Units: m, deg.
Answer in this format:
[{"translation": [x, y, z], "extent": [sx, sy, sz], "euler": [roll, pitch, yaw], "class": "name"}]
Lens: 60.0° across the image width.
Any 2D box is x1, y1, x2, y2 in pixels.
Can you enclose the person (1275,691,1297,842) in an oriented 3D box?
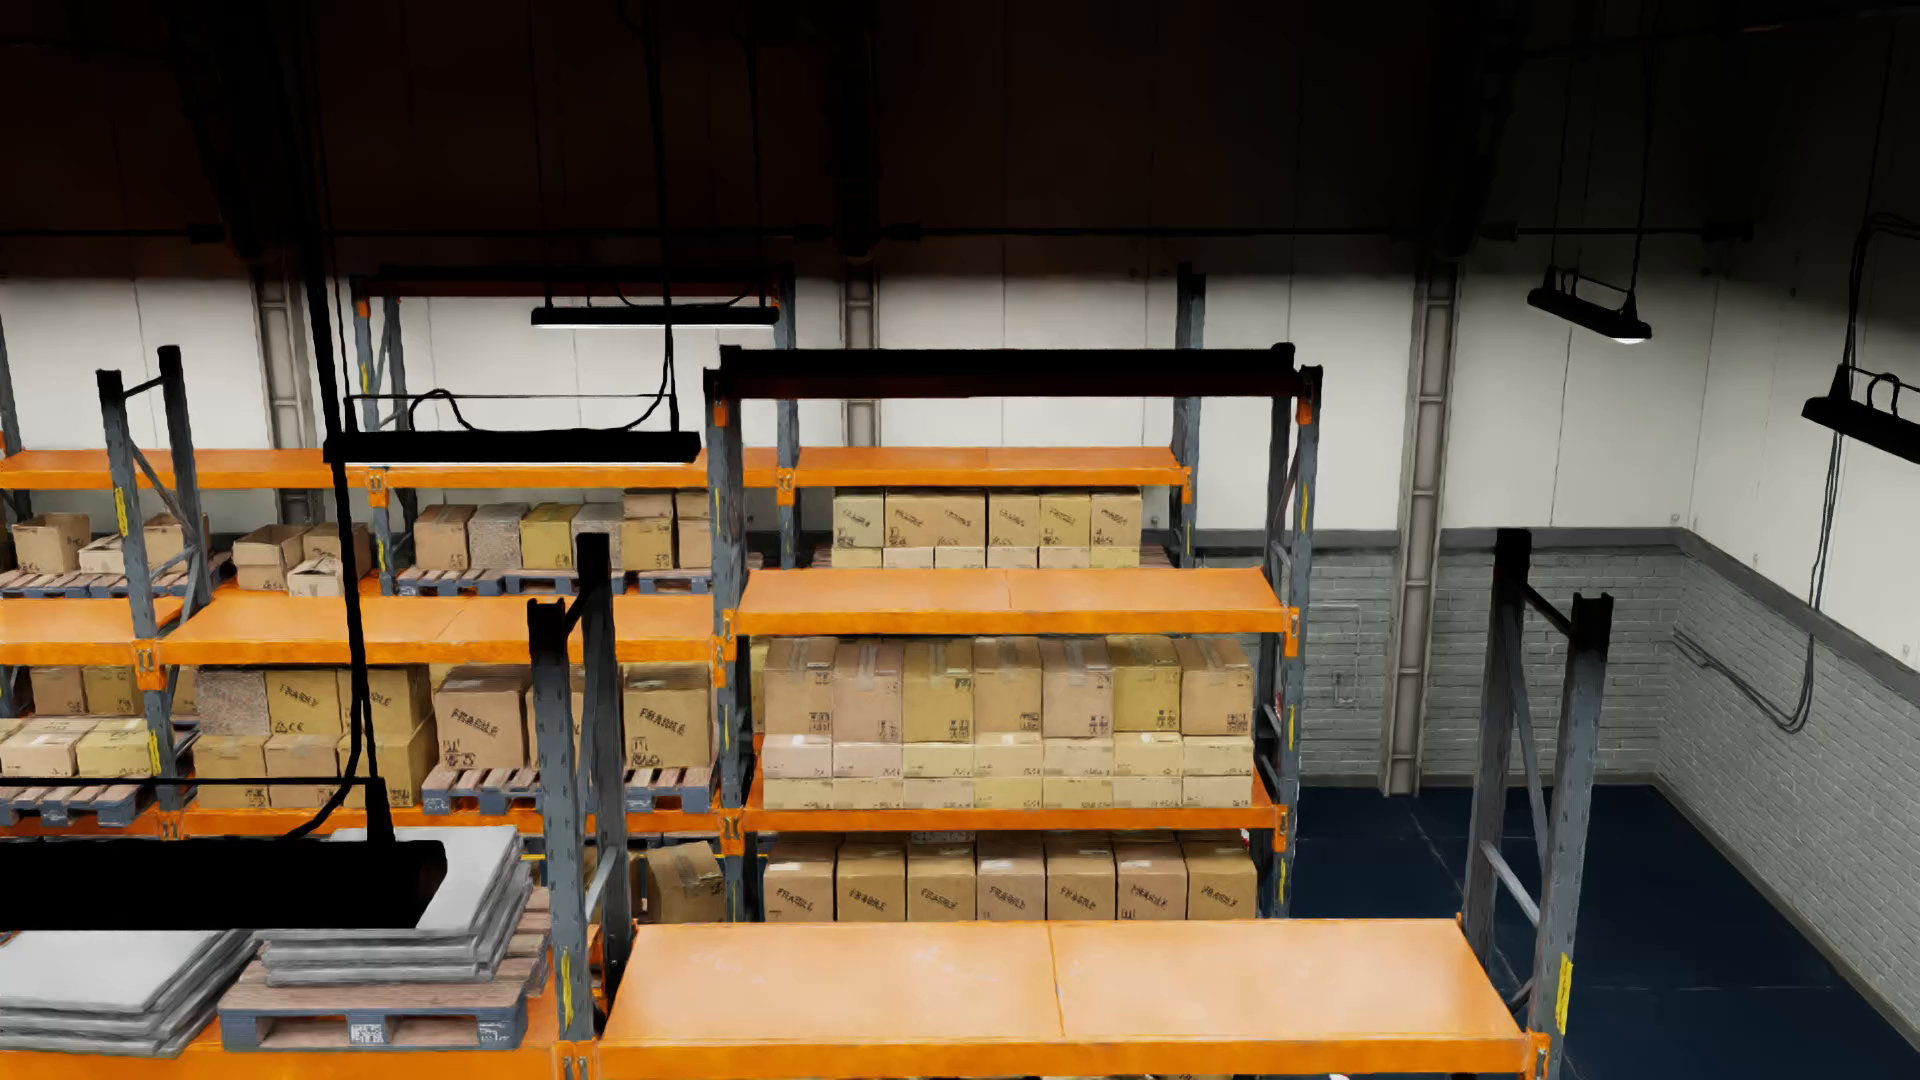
[{"translation": [3.375, 2.355, 17.613], "extent": [0.638, 1.588, 0.528], "euler": [10, 19, 30], "class": "person"}]
